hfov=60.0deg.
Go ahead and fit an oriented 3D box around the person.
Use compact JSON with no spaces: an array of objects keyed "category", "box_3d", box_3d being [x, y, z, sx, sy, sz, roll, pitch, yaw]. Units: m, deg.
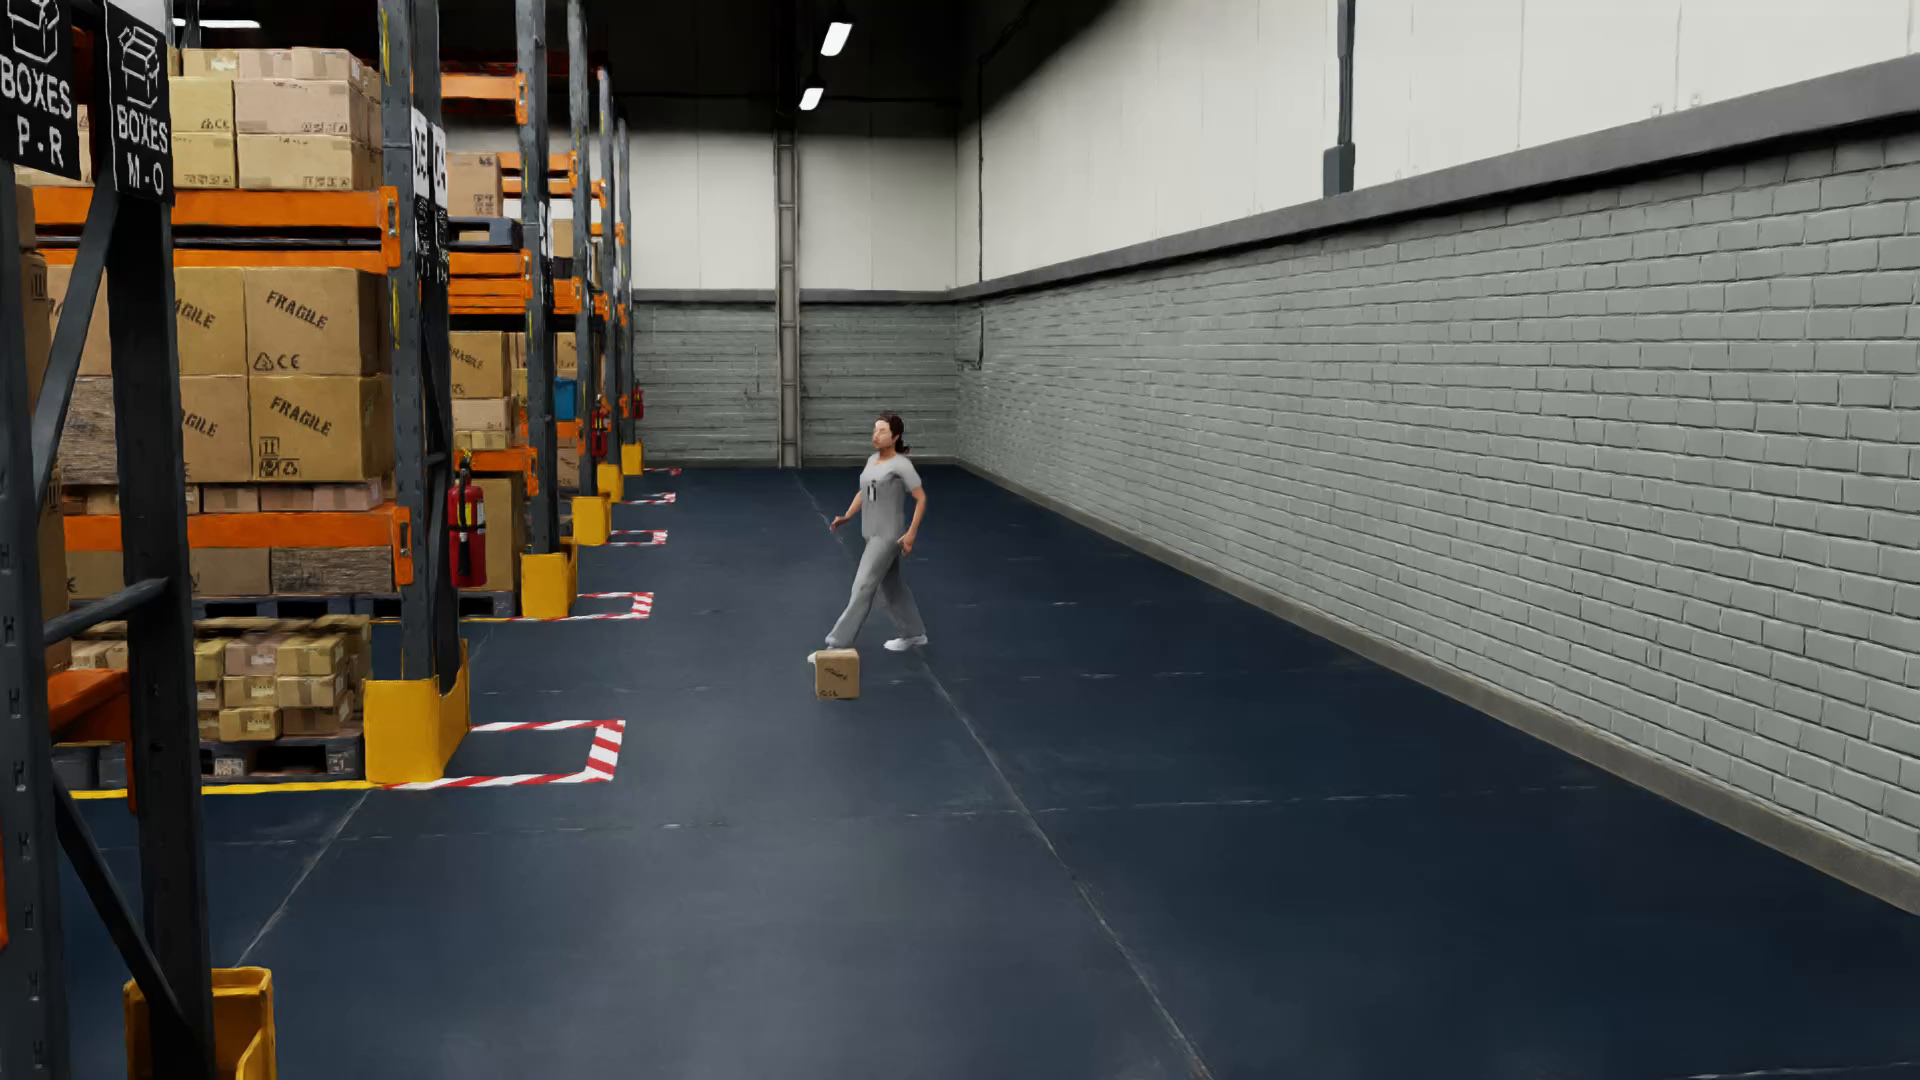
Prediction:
[{"category":"person","box_3d":[-0.564,-0.023,10.987,0.952,1.630,0.546,-4,8,-32]}]
